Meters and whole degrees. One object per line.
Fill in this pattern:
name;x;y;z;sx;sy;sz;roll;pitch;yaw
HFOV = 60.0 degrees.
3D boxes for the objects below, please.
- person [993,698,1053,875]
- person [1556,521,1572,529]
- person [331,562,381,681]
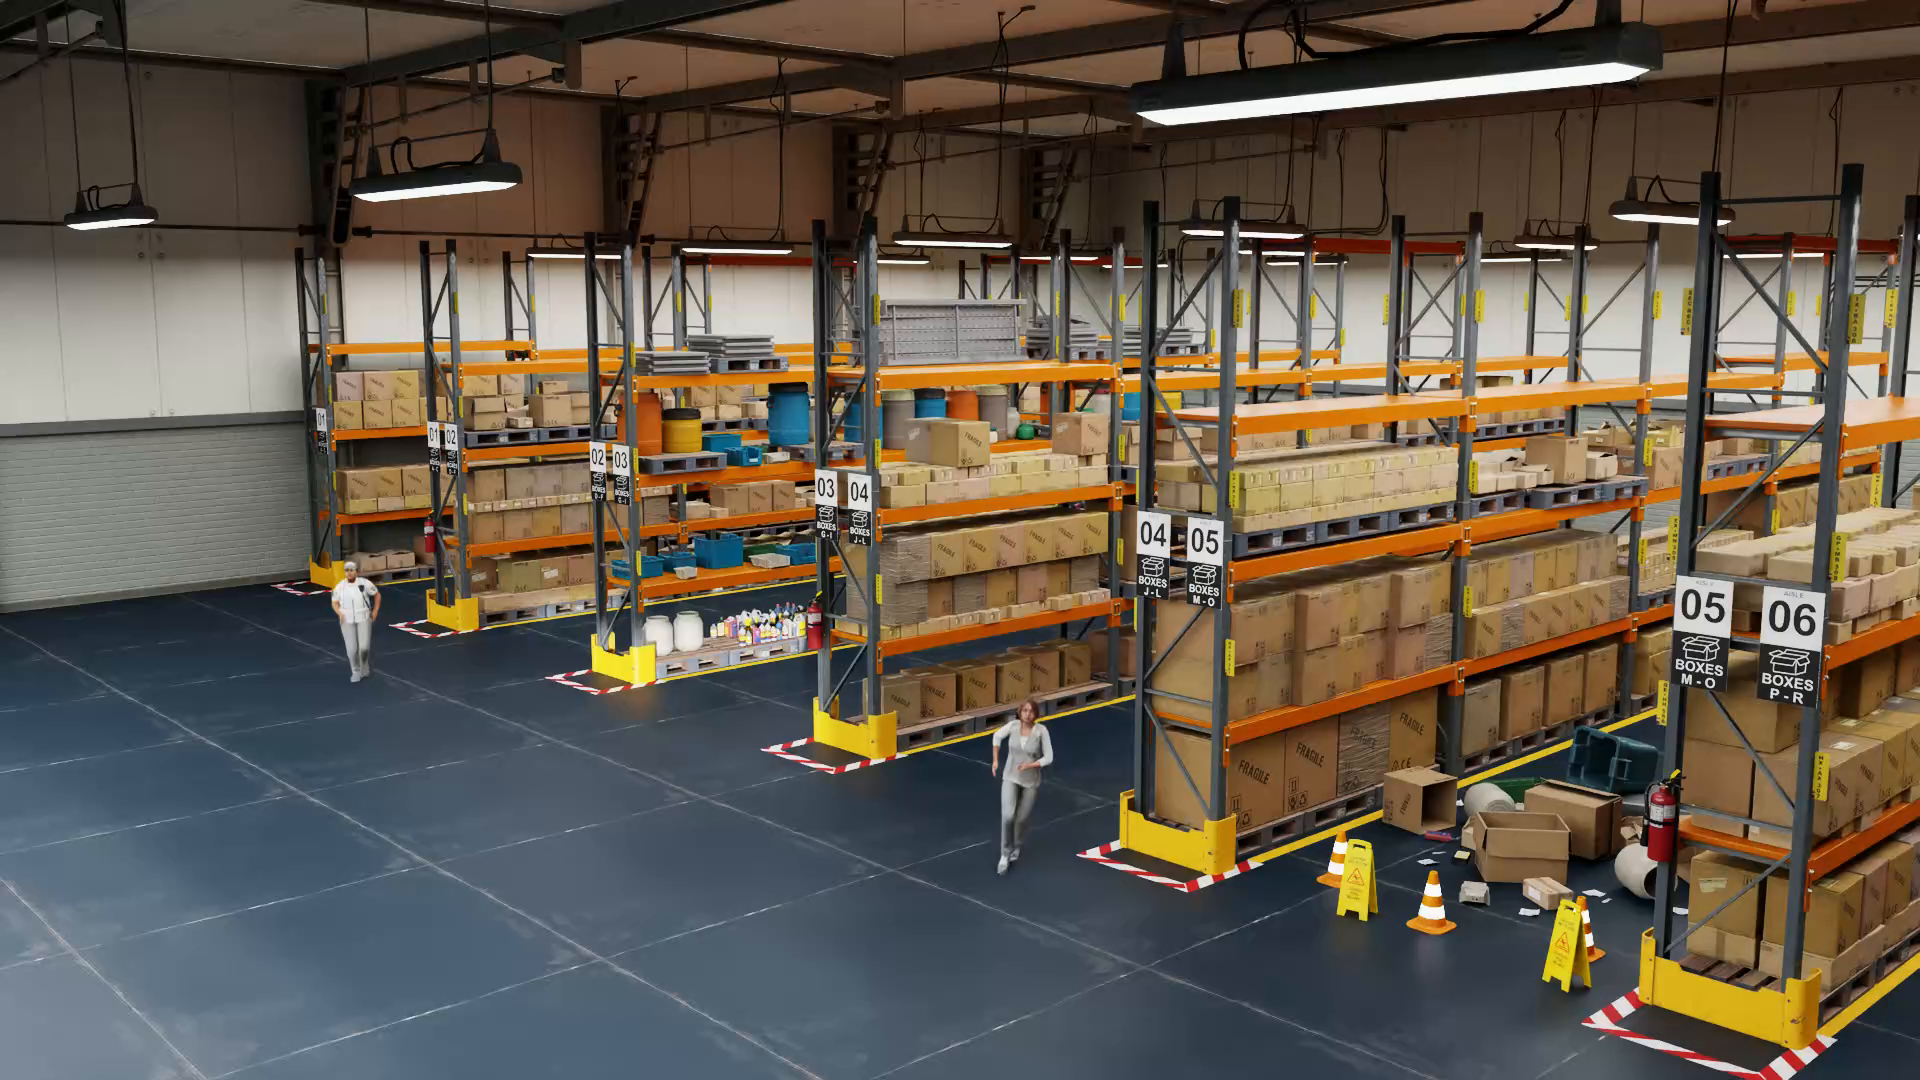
person;0.565;2.211;15.015;0.540;1.576;0.616;0;8;1
person;9.639;0.478;26.570;0.561;1.652;0.587;7;11;40
person;-8.114;1.101;22.339;0.617;1.629;0.527;-2;9;-13
